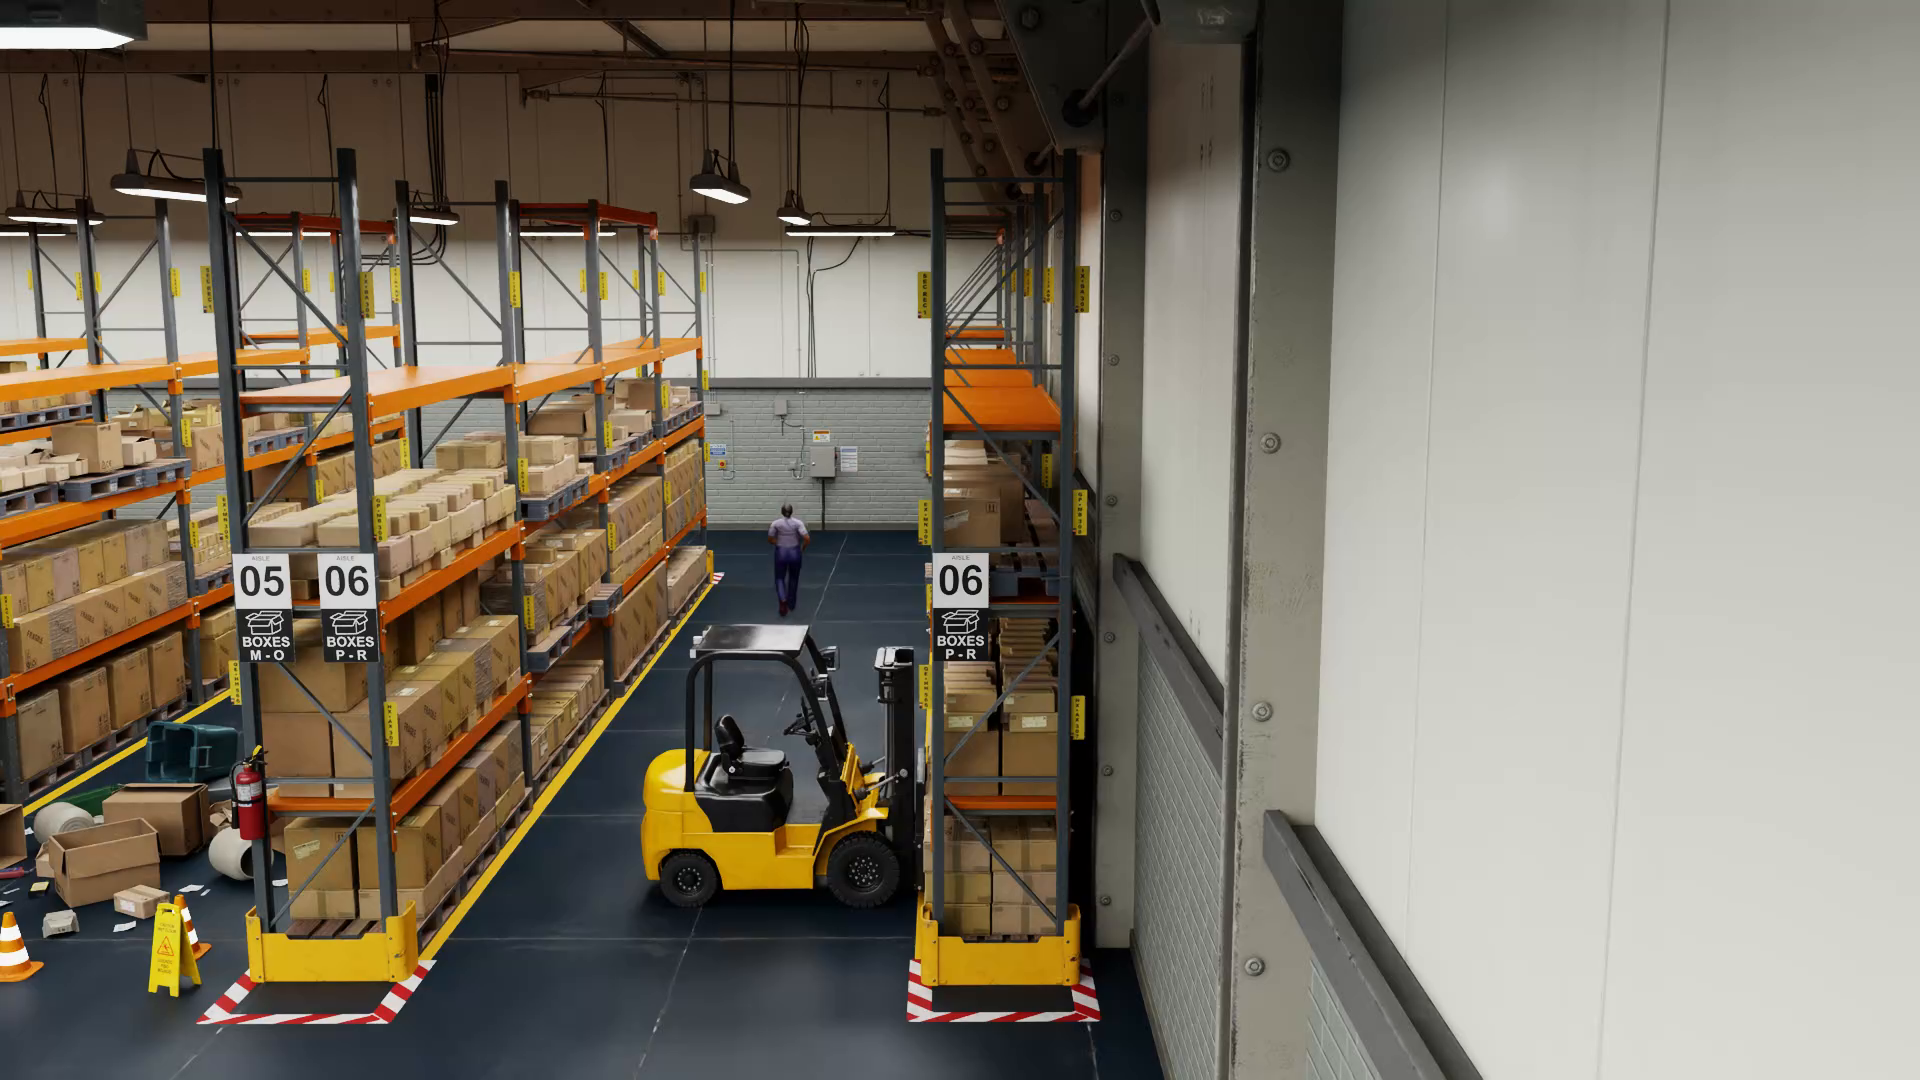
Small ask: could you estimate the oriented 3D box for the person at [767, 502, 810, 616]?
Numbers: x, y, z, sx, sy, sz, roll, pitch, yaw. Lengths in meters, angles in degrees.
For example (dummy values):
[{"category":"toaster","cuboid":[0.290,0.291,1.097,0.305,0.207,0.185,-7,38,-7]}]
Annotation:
[{"category":"person","cuboid":[-2.478,0.260,24.001,0.615,1.632,0.651,-1,9,-9]}]
